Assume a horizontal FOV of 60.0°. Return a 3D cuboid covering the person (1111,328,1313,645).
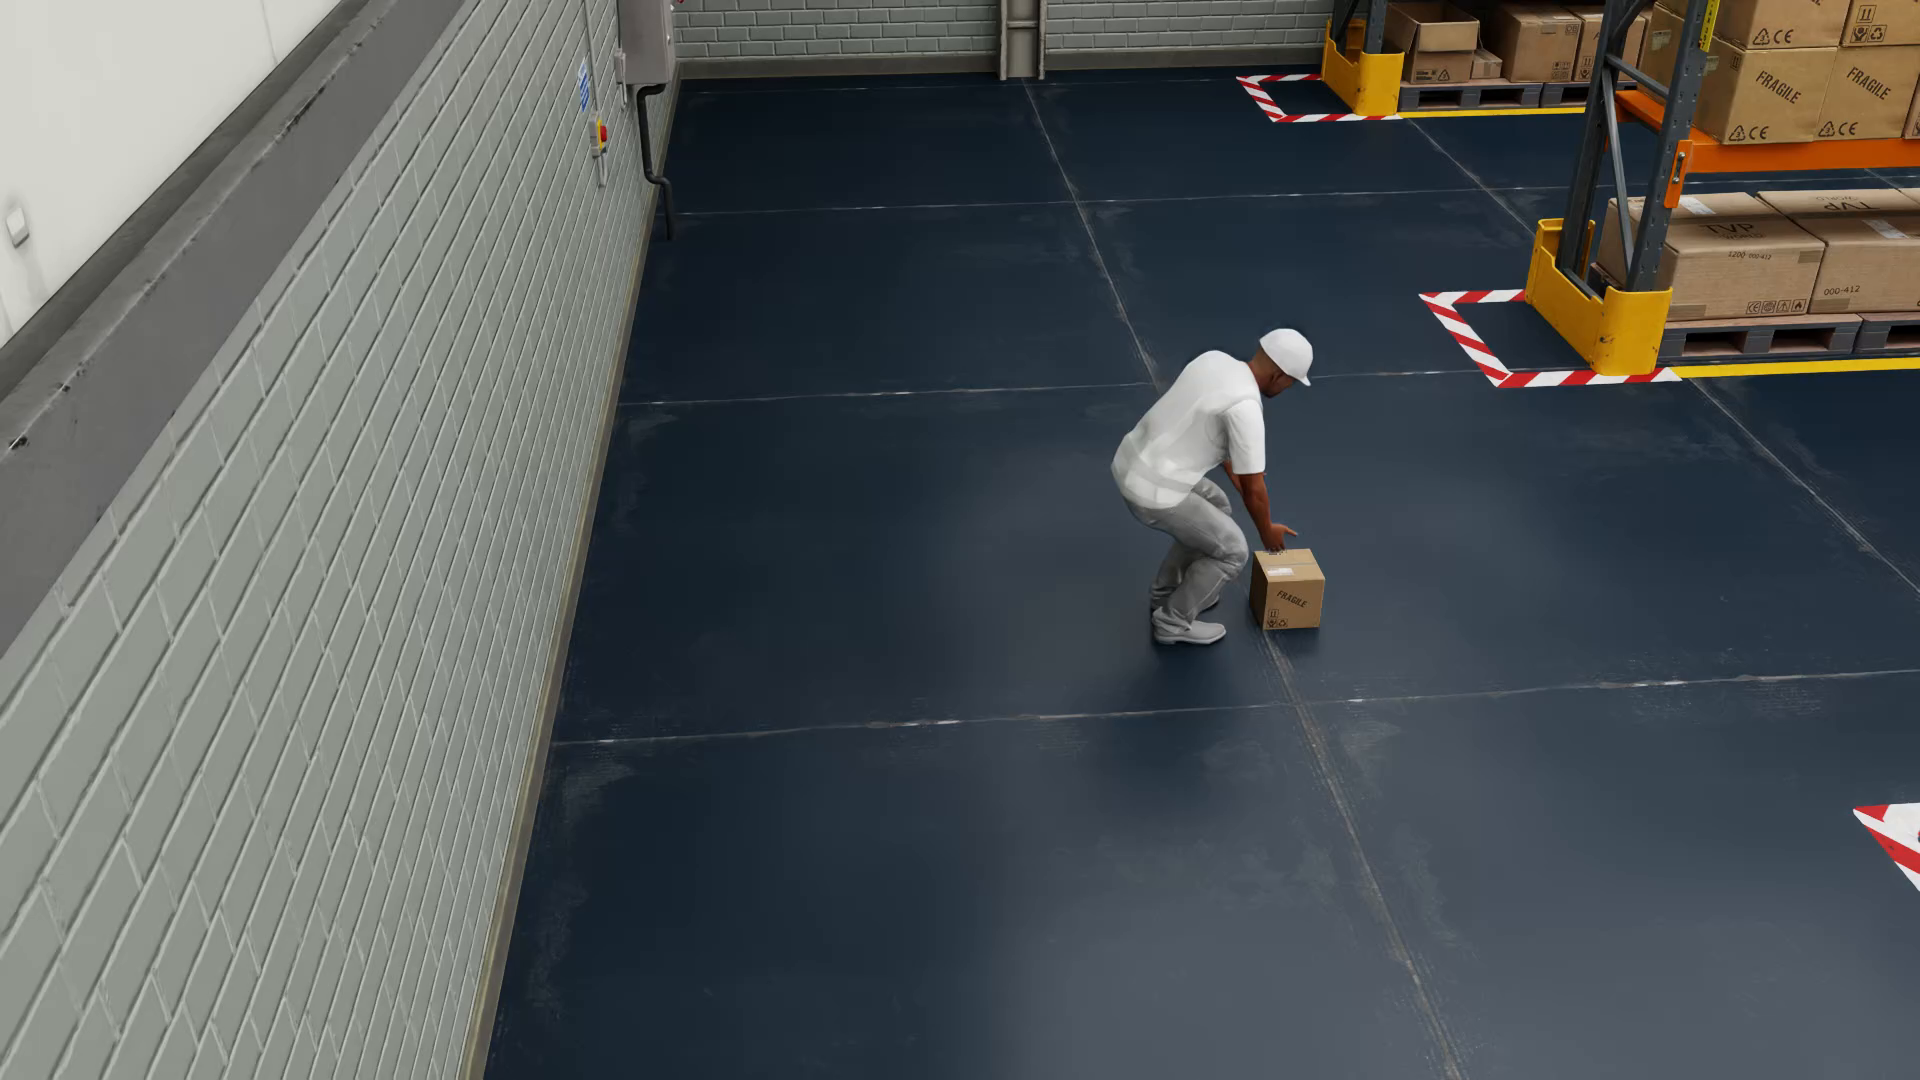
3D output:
[{"bbox_3d":[1.025,-0.249,6.937,0.792,1.343,0.631,-3,31,-4],"label":"person"}]
